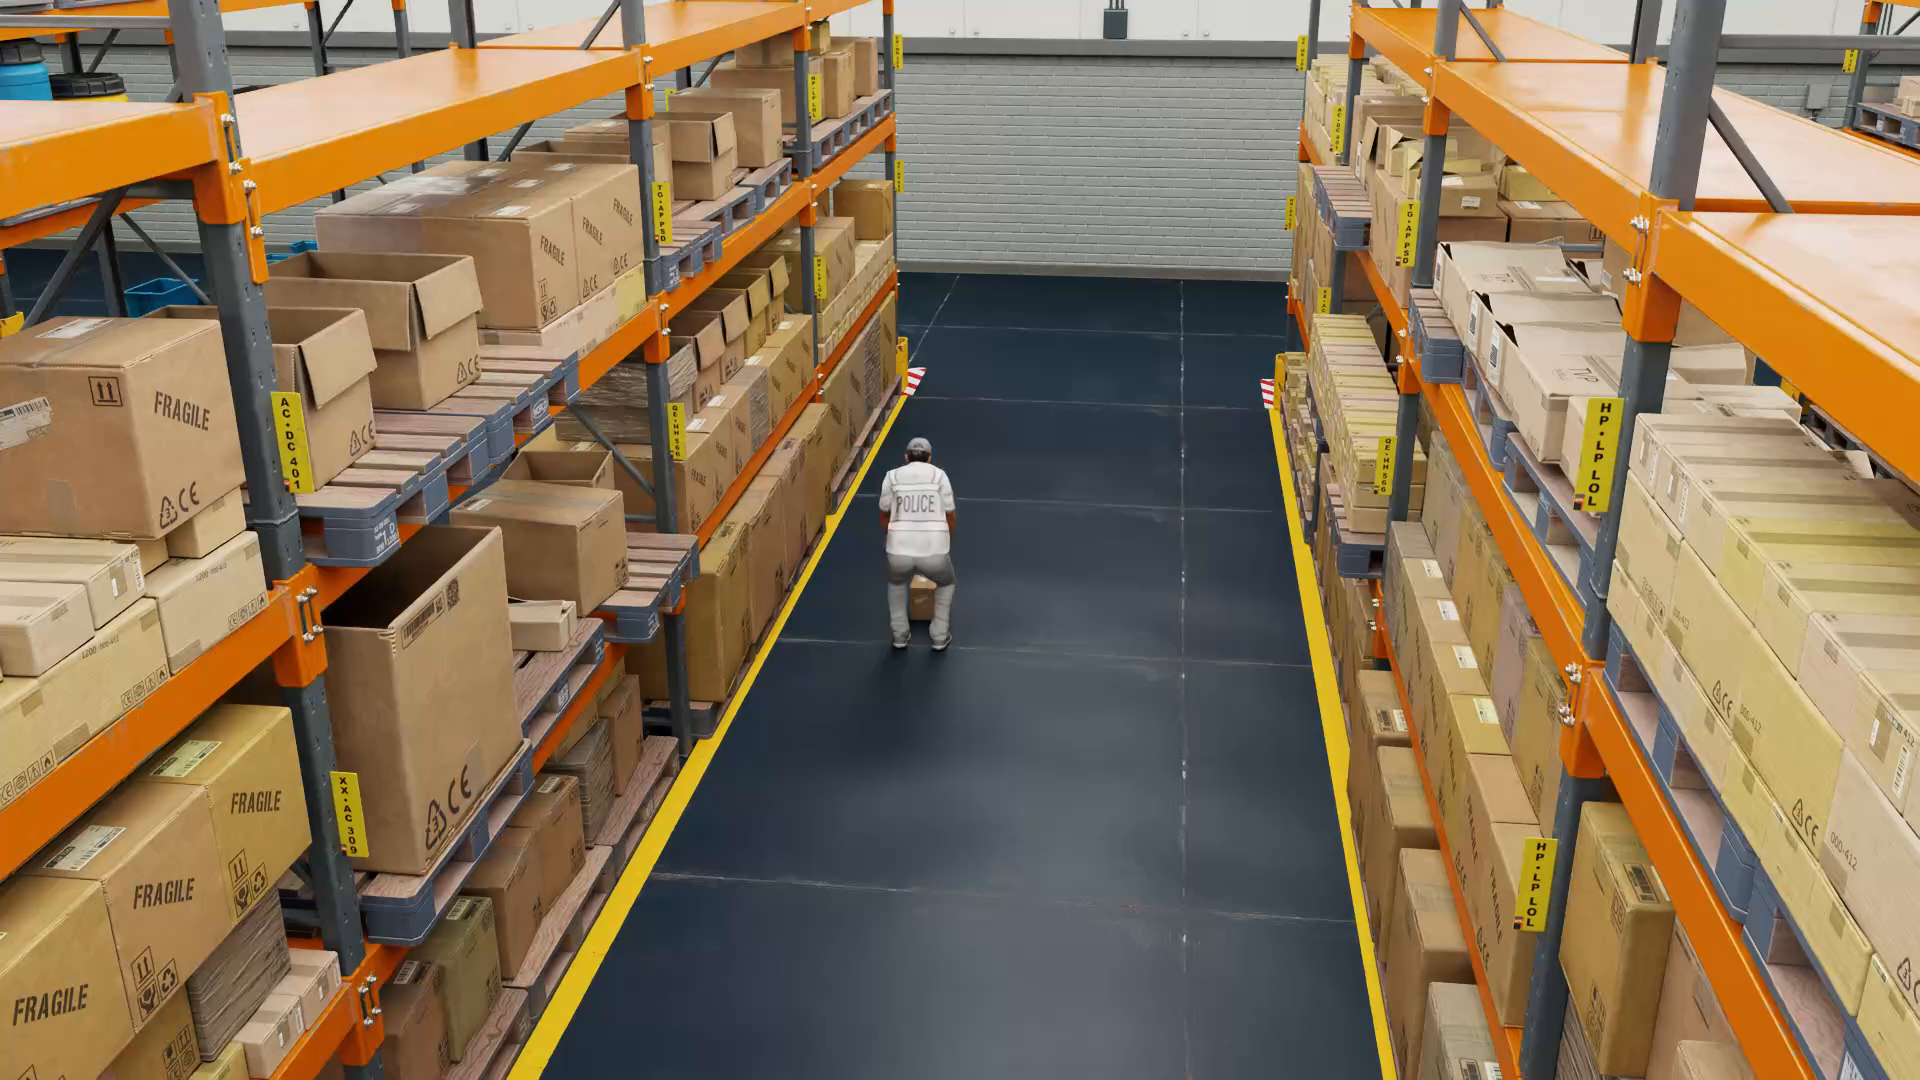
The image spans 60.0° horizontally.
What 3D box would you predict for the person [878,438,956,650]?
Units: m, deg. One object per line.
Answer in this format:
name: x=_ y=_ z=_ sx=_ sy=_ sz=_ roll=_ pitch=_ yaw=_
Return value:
person: x=-0.302 y=0.042 z=11.346 sx=0.535 sy=1.406 sz=0.710 roll=3 pitch=21 yaw=7
